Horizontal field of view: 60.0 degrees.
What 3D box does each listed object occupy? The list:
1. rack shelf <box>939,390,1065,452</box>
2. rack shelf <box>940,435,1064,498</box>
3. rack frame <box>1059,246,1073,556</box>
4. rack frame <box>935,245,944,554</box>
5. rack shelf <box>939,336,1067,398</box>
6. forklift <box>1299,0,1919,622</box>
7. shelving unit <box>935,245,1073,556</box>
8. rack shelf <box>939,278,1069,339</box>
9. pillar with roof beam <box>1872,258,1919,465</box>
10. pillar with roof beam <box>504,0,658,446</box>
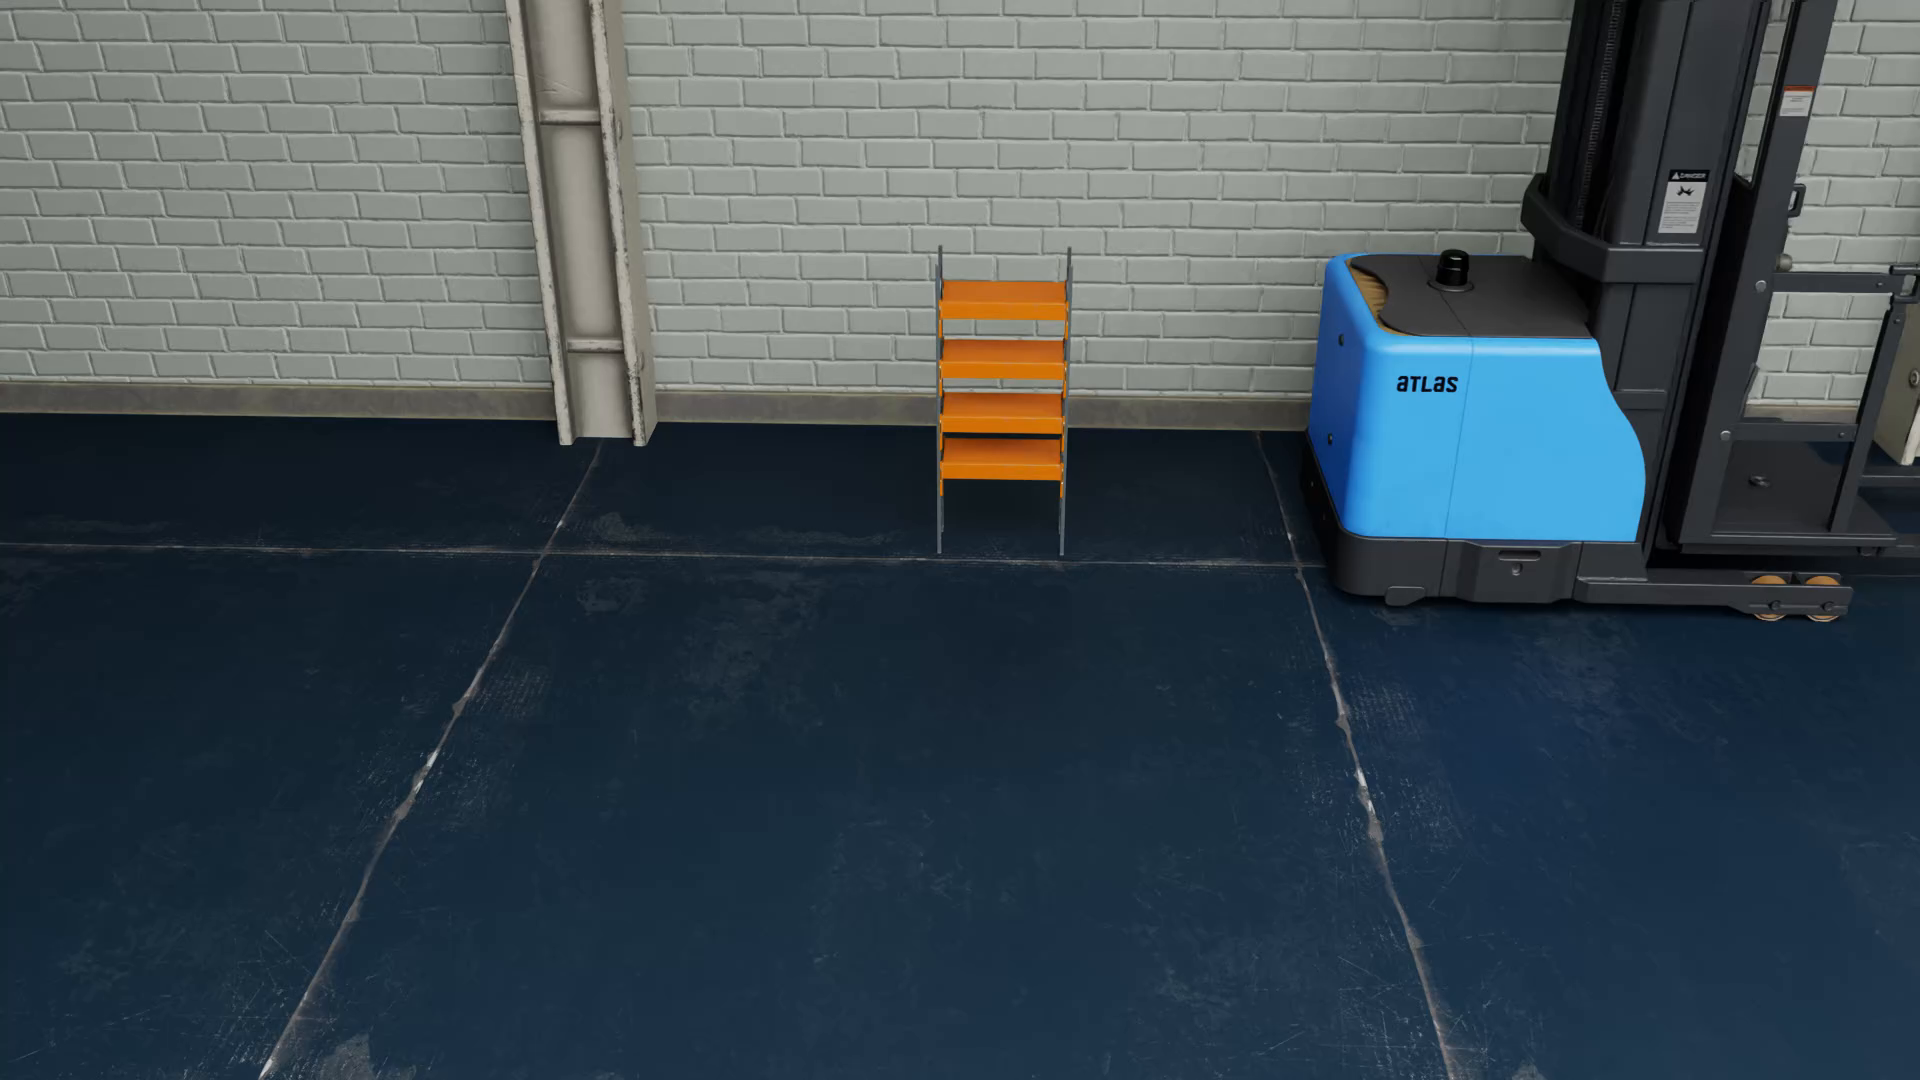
[{"bbox_3d":[0.165,-0.468,6.495,0.480,0.148,0.258,1,28,2],"label":"rack shelf"},{"bbox_3d":[0.165,-0.292,6.588,0.480,0.148,0.258,1,28,2],"label":"rack shelf"},{"bbox_3d":[0.409,-0.523,6.456,0.015,1.200,0.240,1,28,2],"label":"rack frame"},{"bbox_3d":[-0.078,-0.531,6.471,0.015,1.200,0.240,1,28,2],"label":"rack frame"},{"bbox_3d":[0.165,-0.666,6.391,0.480,0.148,0.258,1,28,2],"label":"rack shelf"},{"bbox_3d":[2.937,-1.246,5.971,3.031,2.935,1.130,1,28,2],"label":"forklift"},{"bbox_3d":[0.165,-0.527,6.464,0.503,1.200,0.258,1,28,2],"label":"shelving unit"},{"bbox_3d":[0.165,-0.875,6.280,0.480,0.148,0.258,1,28,2],"label":"rack shelf"},{"bbox_3d":[4.223,-2.364,1.601,0.400,9.000,9.100,1,28,2],"label":"pillar with roof beam"},{"bbox_3d":[-1.773,-2.463,1.789,0.400,9.000,9.100,1,28,2],"label":"pillar with roof beam"}]
